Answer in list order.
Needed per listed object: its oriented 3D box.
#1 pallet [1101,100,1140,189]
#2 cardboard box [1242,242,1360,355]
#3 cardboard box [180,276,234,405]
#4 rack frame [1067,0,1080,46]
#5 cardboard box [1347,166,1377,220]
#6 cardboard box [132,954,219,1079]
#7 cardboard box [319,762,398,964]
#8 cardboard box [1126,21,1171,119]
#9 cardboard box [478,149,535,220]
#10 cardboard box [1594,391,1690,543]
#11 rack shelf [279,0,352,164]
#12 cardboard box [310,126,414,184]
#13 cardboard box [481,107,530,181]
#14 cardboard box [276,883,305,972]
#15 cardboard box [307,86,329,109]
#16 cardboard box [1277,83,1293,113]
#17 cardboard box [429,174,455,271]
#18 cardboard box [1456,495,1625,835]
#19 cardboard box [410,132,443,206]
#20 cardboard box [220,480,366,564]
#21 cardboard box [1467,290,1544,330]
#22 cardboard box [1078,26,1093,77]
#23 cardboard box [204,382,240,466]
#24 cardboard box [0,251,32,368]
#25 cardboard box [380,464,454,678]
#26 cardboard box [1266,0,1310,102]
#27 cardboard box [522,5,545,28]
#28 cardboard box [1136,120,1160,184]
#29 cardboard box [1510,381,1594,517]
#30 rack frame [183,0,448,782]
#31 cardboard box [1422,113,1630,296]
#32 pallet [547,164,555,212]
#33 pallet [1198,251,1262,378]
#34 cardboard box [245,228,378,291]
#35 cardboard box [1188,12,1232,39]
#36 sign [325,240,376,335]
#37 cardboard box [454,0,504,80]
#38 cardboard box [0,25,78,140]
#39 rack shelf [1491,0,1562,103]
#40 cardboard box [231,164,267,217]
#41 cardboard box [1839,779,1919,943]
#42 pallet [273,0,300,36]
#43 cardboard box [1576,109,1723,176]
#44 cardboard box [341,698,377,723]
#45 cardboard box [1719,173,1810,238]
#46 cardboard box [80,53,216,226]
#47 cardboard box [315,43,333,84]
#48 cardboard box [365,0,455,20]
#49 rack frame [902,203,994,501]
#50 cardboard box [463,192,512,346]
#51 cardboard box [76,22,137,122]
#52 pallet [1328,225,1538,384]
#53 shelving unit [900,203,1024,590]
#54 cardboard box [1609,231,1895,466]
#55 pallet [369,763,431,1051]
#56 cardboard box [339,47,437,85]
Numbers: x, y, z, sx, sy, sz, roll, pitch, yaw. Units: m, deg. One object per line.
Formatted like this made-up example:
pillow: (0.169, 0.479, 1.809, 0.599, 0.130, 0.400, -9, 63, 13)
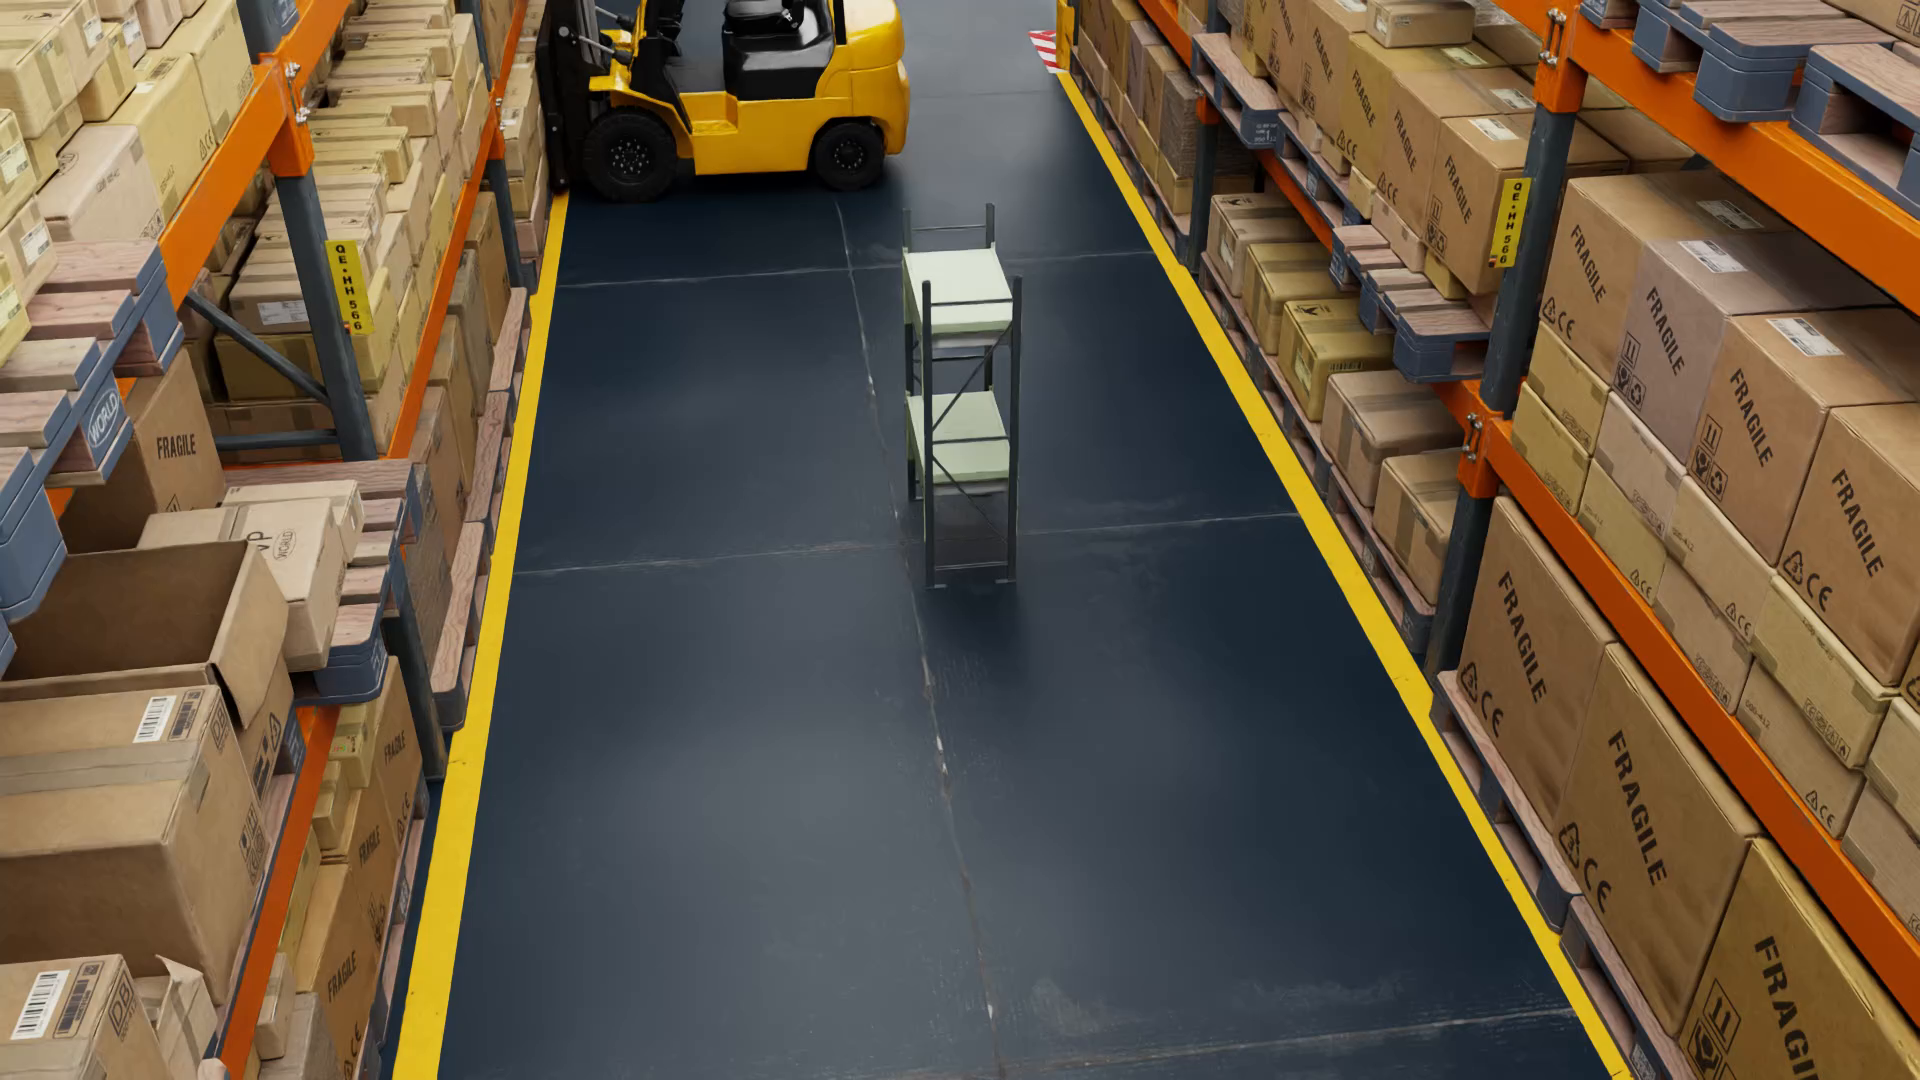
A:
pallet: (1.602, -2.825, 11.708, 1.003, 0.211, 1.213, -4, 35, -6)
cardboard box: (2.068, -1.317, 8.980, 0.950, 0.372, 0.625, -2, 34, -3)
cardboard box: (-2.821, -0.687, 5.784, 0.500, 0.250, 0.500, -4, 34, -5)
rack frame: (1.357, -5.155, 12.651, 1.000, 3.000, 0.127, -4, 35, -6)
cardboard box: (1.892, -1.500, 7.138, 0.380, 0.149, 0.250, -4, 34, -6)
cardboard box: (-1.754, 0.997, 3.370, 0.396, 0.266, 0.258, -3, 34, -4)
cardboard box: (-2.159, 1.046, 5.398, 0.500, 0.500, 0.500, -5, 35, -7)
cardboard box: (1.409, -3.148, 11.109, 0.500, 0.500, 0.500, -3, 34, -4)
cardboard box: (-2.783, -2.082, 9.766, 0.500, 0.250, 0.500, -5, 35, -7)
cardboard box: (2.324, -0.245, 5.136, 0.500, 0.250, 0.500, -4, 34, -5)
rack shelf: (-2.755, -2.371, 6.541, 1.077, 0.370, 4.000, -4, 35, -6)
cardboard box: (-2.421, -1.542, 6.684, 0.380, 0.149, 0.250, -4, 34, -5)
cardboard box: (-2.778, -2.289, 9.626, 0.500, 0.250, 0.500, -5, 35, -7)
cardboard box: (-2.085, 1.125, 4.706, 0.380, 0.149, 0.250, -5, 35, -7)
cardboard box: (-3.094, -1.818, 7.444, 0.500, 0.250, 0.500, -5, 35, -8)
cardboard box: (1.788, -2.221, 8.196, 0.380, 0.149, 0.250, -4, 34, -6)
cardboard box: (-2.510, -1.374, 7.236, 0.500, 0.250, 0.500, -3, 34, -5)
cardboard box: (2.443, 0.406, 6.005, 0.875, 0.875, 0.875, -5, 35, -7)
cardboard box: (-2.516, -1.579, 7.093, 0.500, 0.250, 0.500, -4, 34, -6)
cardboard box: (-2.017, -0.045, 5.002, 0.380, 0.149, 0.250, -4, 34, -5)
cardboard box: (2.155, -0.926, 6.295, 0.380, 0.149, 0.250, -3, 34, -5)
cardboard box: (1.191, -3.721, 12.615, 0.500, 0.250, 0.500, -5, 35, -7)
cardboard box: (-2.800, -0.482, 5.927, 0.500, 0.250, 0.500, -5, 35, -7)
cardboard box: (-1.759, -0.340, 2.683, 0.380, 0.149, 0.250, -4, 34, -5)
cardboard box: (-2.556, 0.146, 6.608, 0.875, 0.625, 0.625, -3, 34, -5)
cardboard box: (1.794, -2.421, 7.913, 0.500, 0.500, 0.500, -5, 35, -7)
cardboard box: (-3.038, -3.429, 11.299, 0.500, 0.250, 0.500, -4, 34, -6)
cardboard box: (1.467, -2.566, 10.921, 0.500, 0.250, 0.500, -5, 35, -8)
cardboard box: (2.249, -0.337, 5.713, 0.500, 0.250, 0.500, -5, 35, -7)
rack frame: (-2.486, -0.313, 5.545, 1.000, 3.000, 0.127, -4, 35, -6)
cardboard box: (2.096, -1.261, 6.211, 0.500, 0.500, 0.500, -5, 35, -8)
pallet: (-3.256, -2.522, 11.263, 1.003, 0.211, 1.213, -4, 35, -6)
pallet: (2.001, -1.336, 9.523, 1.003, 0.211, 1.213, -4, 35, -6)
cardboard box: (-2.274, -0.971, 5.847, 0.380, 0.149, 0.250, -4, 34, -5)
cardboard box: (1.549, -2.975, 9.675, 0.380, 0.149, 0.250, -5, 35, -7)
sign: (-1.949, -0.805, 5.309, 0.100, 0.325, 0.005, -4, 35, -6)
cardboard box: (-2.825, -2.854, 9.185, 0.500, 0.500, 0.500, -5, 35, -8)
cardboard box: (-1.972, -0.884, 3.236, 0.380, 0.149, 0.250, -4, 35, -6)
rack shelf: (2.163, -2.749, 7.095, 1.077, 0.370, 4.000, -4, 35, -6)
cardboard box: (-2.910, -1.358, 6.415, 0.380, 0.149, 0.250, -5, 35, -7)
cardboard box: (2.544, 0.805, 4.038, 0.500, 0.250, 0.500, -5, 35, -8)
pallet: (-2.665, -1.846, 5.299, 1.213, 0.211, 1.003, -3, 34, -4)
cardboard box: (2.601, -1.297, 6.264, 0.500, 0.500, 0.500, -5, 35, -8)
cardboard box: (-2.168, 0.535, 5.572, 0.380, 0.149, 0.250, -6, 35, -9)
cardboard box: (2.761, -0.876, 5.396, 0.500, 0.500, 0.500, -5, 35, -8)
cardboard box: (-2.108, -0.942, 3.938, 0.500, 0.250, 0.500, -4, 35, -6)
cardboard box: (-3.117, -2.208, 7.661, 0.380, 0.149, 0.250, -5, 35, -7)
cardboard box: (-2.758, -2.680, 8.355, 0.380, 0.149, 0.250, -3, 34, -5)
rack frame: (-0.050, -0.828, 7.633, 0.400, 1.500, 0.023, -4, 35, -6)
cardboard box: (-2.942, -1.447, 8.945, 0.875, 0.625, 0.625, -3, 34, -4)
cardboard box: (-2.097, -1.045, 3.736, 0.380, 0.149, 0.250, -4, 35, -6)
pallet: (2.231, -1.001, 6.726, 1.213, 0.211, 1.003, -4, 35, -6)
shelving unit: (-0.001, -0.623, 7.333, 0.431, 1.500, 0.755, -4, 35, -6)
cardboard box: (2.333, -0.575, 4.954, 0.500, 0.500, 0.500, -4, 35, -6)
pallet: (-2.423, 1.259, 5.715, 1.003, 0.211, 1.213, -4, 35, -6)
cardboard box: (-2.584, -2.110, 7.517, 0.380, 0.149, 0.250, -5, 35, -8)
